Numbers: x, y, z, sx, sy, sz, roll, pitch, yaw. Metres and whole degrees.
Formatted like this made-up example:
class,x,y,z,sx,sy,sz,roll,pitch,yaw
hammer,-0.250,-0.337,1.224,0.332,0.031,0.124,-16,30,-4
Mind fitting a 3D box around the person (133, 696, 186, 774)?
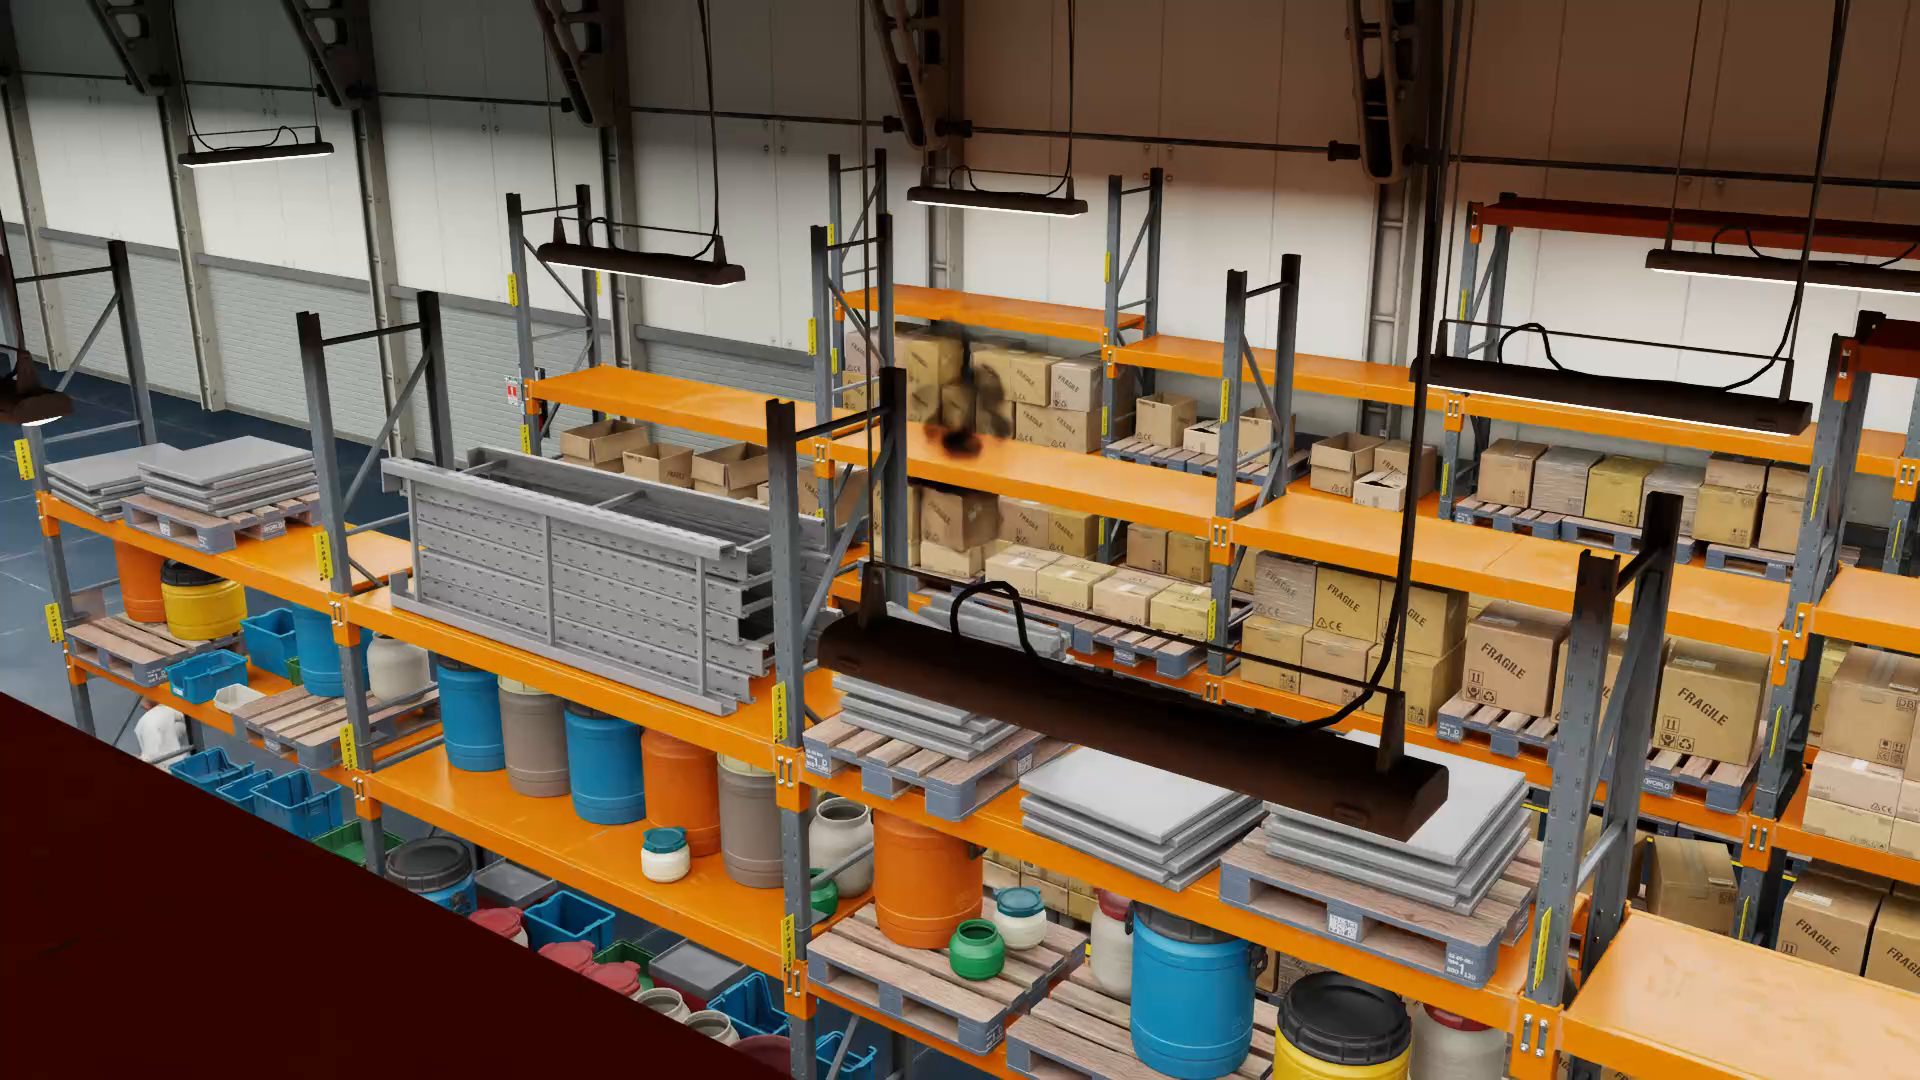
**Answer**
class,x,y,z,sx,sy,sz,roll,pitch,yaw
person,-7.595,2.174,15.911,0.601,1.731,0.739,0,18,0
